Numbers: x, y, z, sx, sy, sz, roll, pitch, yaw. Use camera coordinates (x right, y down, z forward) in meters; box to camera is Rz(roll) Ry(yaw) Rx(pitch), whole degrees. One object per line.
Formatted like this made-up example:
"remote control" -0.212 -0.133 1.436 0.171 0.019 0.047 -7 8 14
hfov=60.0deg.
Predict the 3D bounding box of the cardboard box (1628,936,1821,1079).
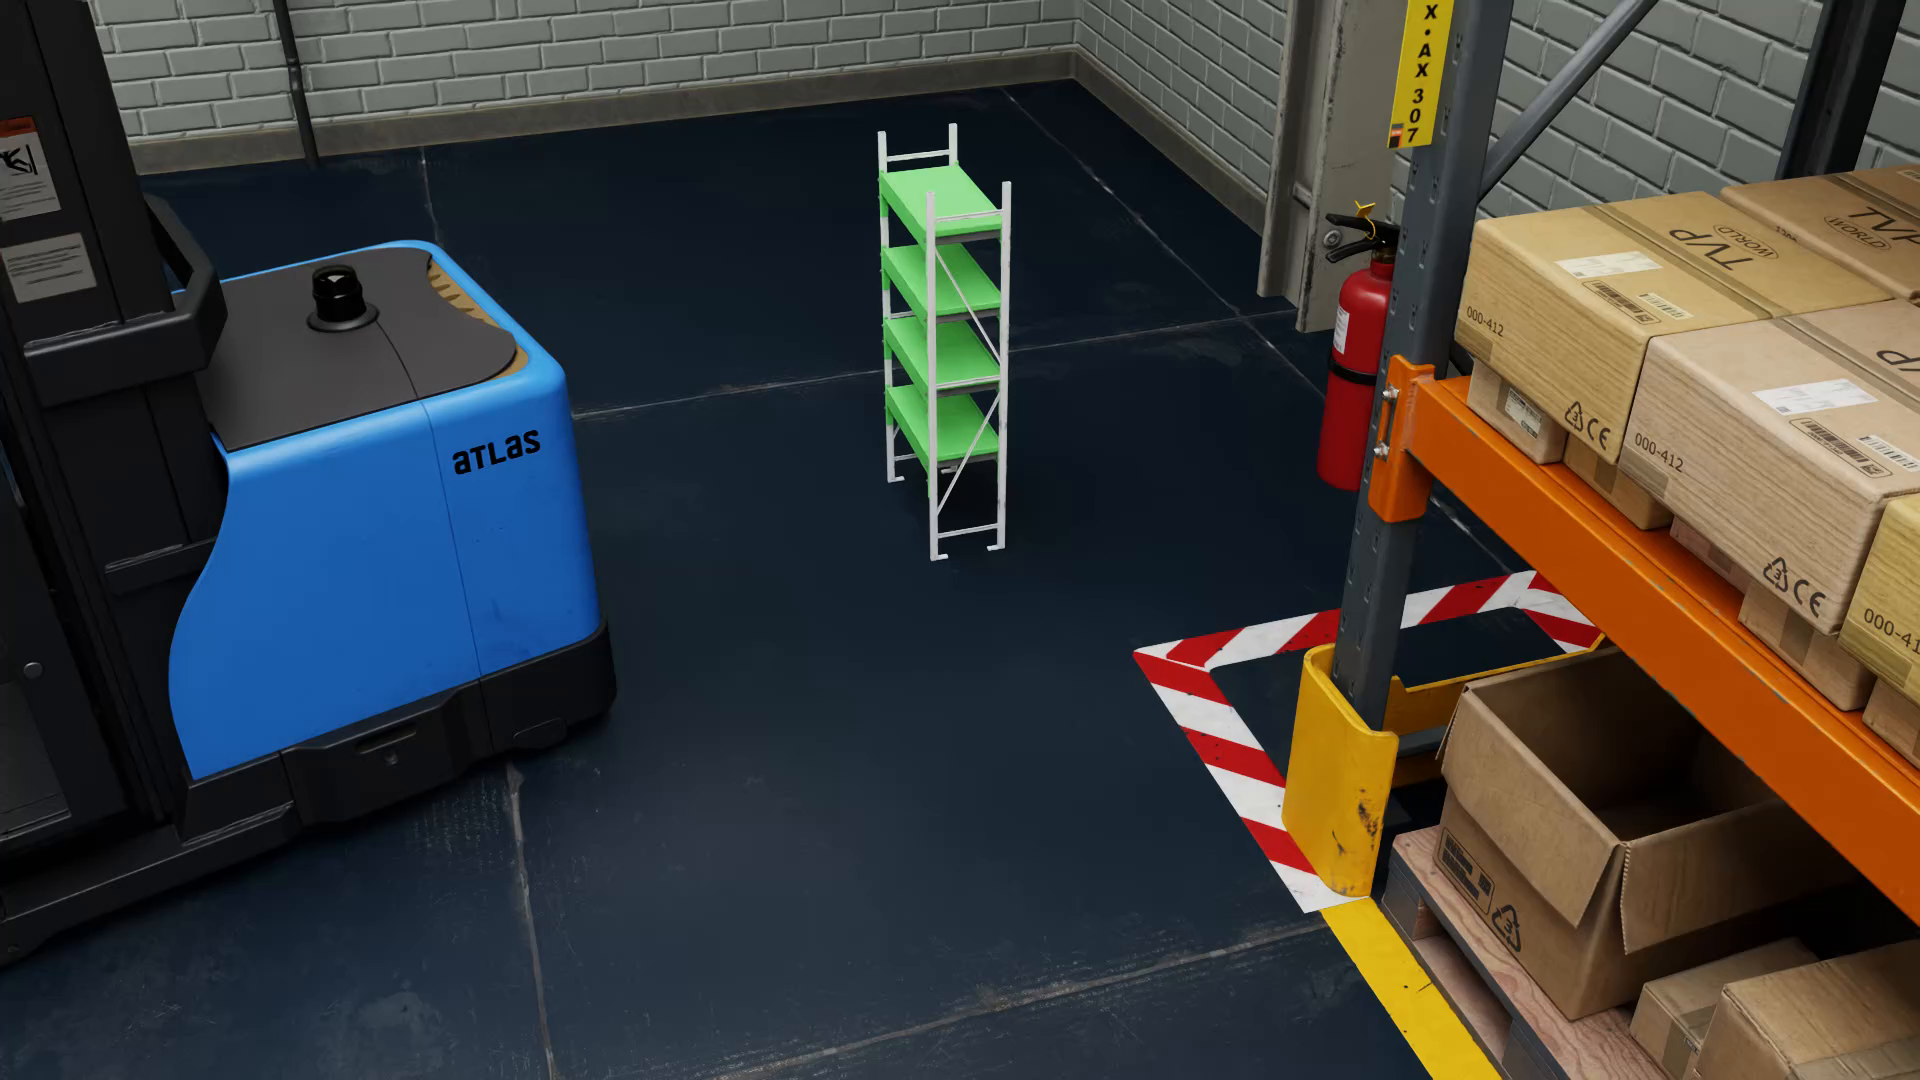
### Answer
"cardboard box" 1.567 0.962 3.278 0.380 0.149 0.250 -11 35 -17

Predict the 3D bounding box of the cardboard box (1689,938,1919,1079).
"cardboard box" 1.698 1.041 2.840 0.700 0.500 0.500 -9 34 -13

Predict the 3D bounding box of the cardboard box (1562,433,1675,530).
"cardboard box" 1.339 -0.169 3.013 0.380 0.149 0.250 -9 35 -14

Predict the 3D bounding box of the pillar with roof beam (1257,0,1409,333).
"pillar with roof beam" -2.686 -3.965 3.088 9.100 9.000 0.400 -10 35 -15

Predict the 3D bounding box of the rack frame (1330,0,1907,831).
"rack frame" 1.378 -0.619 3.465 1.000 3.000 0.127 -10 35 -15

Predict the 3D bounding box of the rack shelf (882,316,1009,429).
"rack shelf" -0.051 -0.534 5.086 0.258 0.148 0.480 -10 35 -15

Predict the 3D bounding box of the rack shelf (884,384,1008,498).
"rack shelf" -0.051 -0.334 5.218 0.258 0.148 0.480 -10 35 -15

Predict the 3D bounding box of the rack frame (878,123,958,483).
"rack frame" -0.125 -0.716 5.245 0.240 1.200 0.015 -10 35 -15

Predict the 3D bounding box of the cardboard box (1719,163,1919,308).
"cardboard box" 1.771 -0.483 3.127 0.500 0.250 0.500 -9 35 -13

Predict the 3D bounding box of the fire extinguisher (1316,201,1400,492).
"fire extinguisher" 0.893 -0.430 3.589 0.296 0.674 0.183 -10 35 -15

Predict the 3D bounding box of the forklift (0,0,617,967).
"forklift" -2.433 -0.499 3.347 3.031 2.935 1.130 -20 39 -28

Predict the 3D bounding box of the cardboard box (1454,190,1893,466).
"cardboard box" 1.260 -0.397 2.996 0.500 0.250 0.500 -10 35 -14

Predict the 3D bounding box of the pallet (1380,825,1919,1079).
"pallet" 1.645 1.003 3.541 1.003 0.211 1.213 -10 35 -15

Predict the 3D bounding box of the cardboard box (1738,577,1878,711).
"cardboard box" 1.471 0.106 2.597 0.380 0.149 0.250 -9 34 -13

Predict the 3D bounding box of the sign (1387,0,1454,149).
"sign" 0.861 -0.889 3.089 0.100 0.325 0.005 -10 35 -15

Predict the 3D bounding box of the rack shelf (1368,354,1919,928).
"rack shelf" 1.988 0.732 2.075 1.077 0.370 4.000 -10 35 -15

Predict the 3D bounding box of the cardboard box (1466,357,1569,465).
"cardboard box" 1.217 -0.295 3.204 0.380 0.149 0.250 -10 35 -15

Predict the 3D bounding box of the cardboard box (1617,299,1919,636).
"cardboard box" 1.414 -0.132 2.595 0.500 0.250 0.500 -10 35 -14

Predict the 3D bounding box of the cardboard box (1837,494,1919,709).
"cardboard box" 1.572 0.134 2.193 0.500 0.250 0.500 -11 35 -16

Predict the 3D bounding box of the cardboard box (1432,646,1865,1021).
"cardboard box" 1.475 0.585 3.528 0.797 0.503 0.637 -11 35 -17

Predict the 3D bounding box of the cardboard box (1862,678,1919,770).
"cardboard box" 1.557 0.244 2.387 0.380 0.149 0.250 -9 35 -14

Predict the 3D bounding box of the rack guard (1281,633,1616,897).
"rack guard" 1.401 0.464 4.094 1.175 0.500 0.348 -10 35 -15

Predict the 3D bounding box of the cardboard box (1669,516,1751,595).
"cardboard box" 1.452 -0.037 2.813 0.380 0.149 0.250 -10 35 -15

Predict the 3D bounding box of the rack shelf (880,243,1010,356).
"rack shelf" -0.051 -0.734 4.954 0.258 0.148 0.480 -10 35 -15

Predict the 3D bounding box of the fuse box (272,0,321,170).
"fuse box" -3.045 -2.478 7.447 0.539 1.711 0.414 -10 35 -15

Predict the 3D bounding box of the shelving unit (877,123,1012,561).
"shelving unit" -0.051 -0.588 5.051 0.258 1.200 0.503 -10 35 -15

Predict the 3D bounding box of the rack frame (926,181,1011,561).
"rack frame" 0.024 -0.459 4.857 0.240 1.200 0.015 -10 35 -15

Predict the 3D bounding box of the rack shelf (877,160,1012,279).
"rack shelf" -0.051 -0.935 4.821 0.258 0.148 0.480 -10 35 -15
